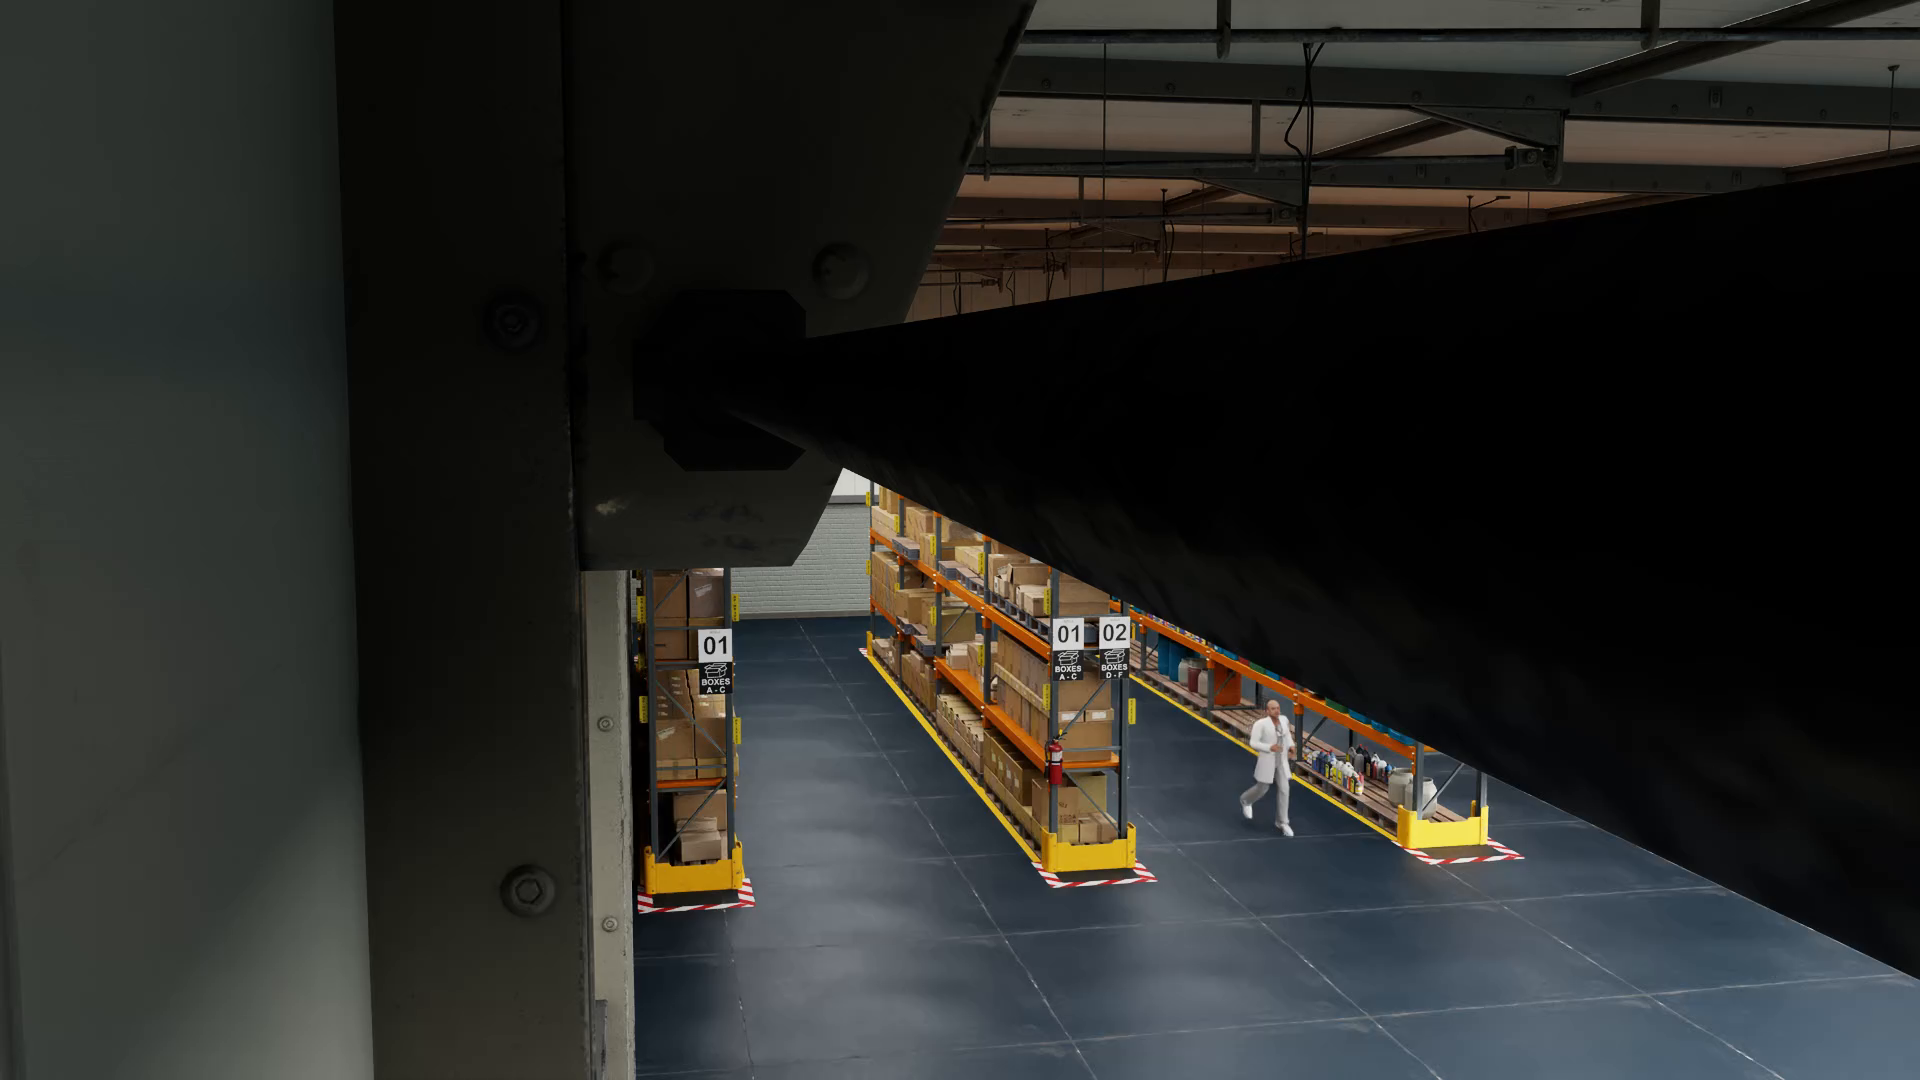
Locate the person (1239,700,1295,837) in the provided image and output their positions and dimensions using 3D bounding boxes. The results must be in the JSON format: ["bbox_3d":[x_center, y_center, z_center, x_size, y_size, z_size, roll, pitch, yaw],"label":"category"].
[{"bbox_3d":[4.250,3.067,22.792,0.718,1.799,1.059,-2,6,-19],"label":"person"}]
